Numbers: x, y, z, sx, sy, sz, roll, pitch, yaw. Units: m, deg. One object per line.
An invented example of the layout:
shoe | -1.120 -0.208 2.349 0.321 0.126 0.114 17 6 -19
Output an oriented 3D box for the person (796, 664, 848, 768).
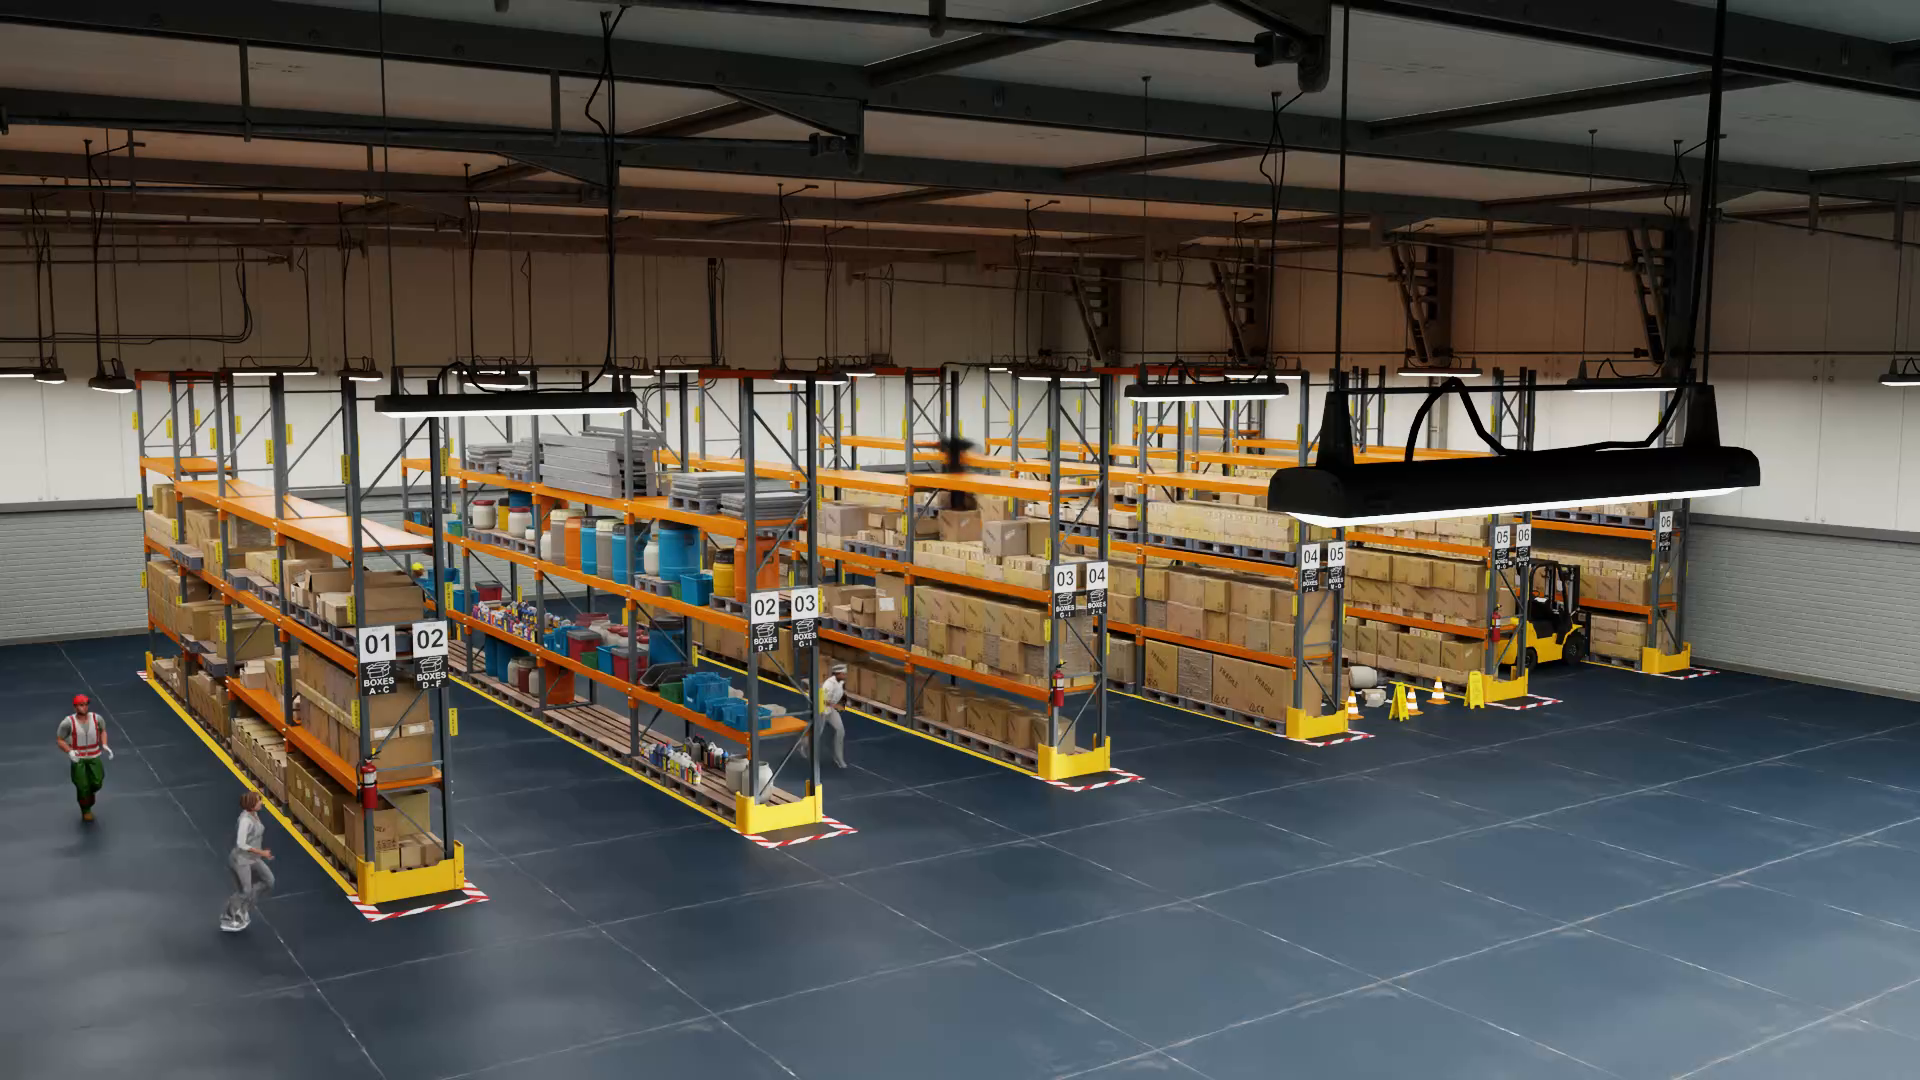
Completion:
person | -2.126 2.676 25.612 0.969 1.637 0.608 4 7 30

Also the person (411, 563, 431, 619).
person | -11.900 1.354 36.434 0.505 1.732 0.696 2 7 16

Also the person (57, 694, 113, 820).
person | -11.863 2.935 22.543 0.660 1.728 0.645 -5 8 -40

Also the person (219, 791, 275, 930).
person | -7.809 3.507 18.226 0.642 1.546 0.489 0 6 -4
